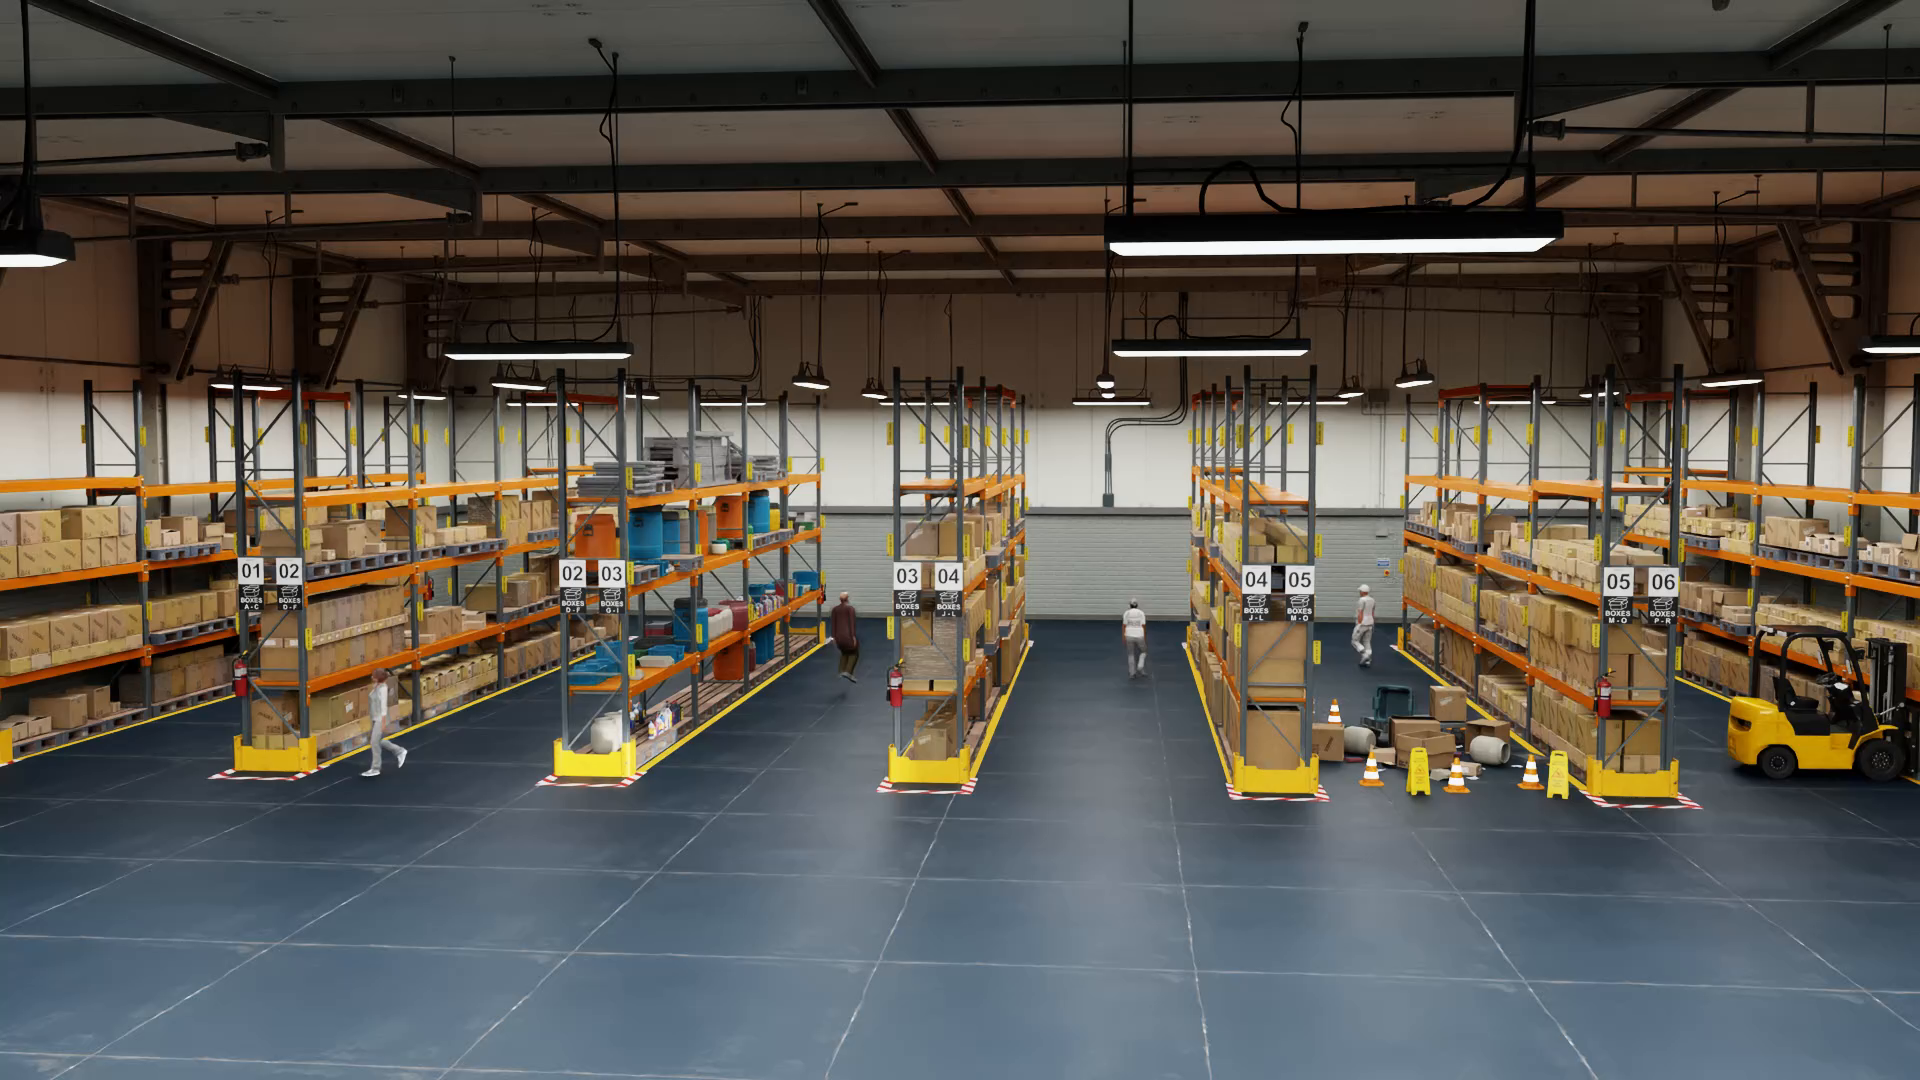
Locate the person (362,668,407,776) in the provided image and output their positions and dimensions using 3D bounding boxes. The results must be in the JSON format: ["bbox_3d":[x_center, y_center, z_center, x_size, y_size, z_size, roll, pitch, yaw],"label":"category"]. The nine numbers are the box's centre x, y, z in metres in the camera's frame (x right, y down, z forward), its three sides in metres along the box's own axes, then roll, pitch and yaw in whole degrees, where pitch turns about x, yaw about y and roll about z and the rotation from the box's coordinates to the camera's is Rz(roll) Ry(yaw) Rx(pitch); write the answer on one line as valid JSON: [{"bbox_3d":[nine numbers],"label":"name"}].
[{"bbox_3d":[-8.539,2.722,24.626,0.695,1.479,0.435,-2,4,-31],"label":"person"}]

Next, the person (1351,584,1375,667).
[{"bbox_3d":[8.820,1.864,36.147,0.602,1.790,0.472,-3,5,-40],"label":"person"}]

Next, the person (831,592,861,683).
[{"bbox_3d":[-2.259,1.910,32.580,0.607,1.774,0.500,1,4,22],"label":"person"}]

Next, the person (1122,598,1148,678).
[{"bbox_3d":[3.621,2.037,34.422,0.526,1.662,0.449,0,4,4],"label":"person"}]
